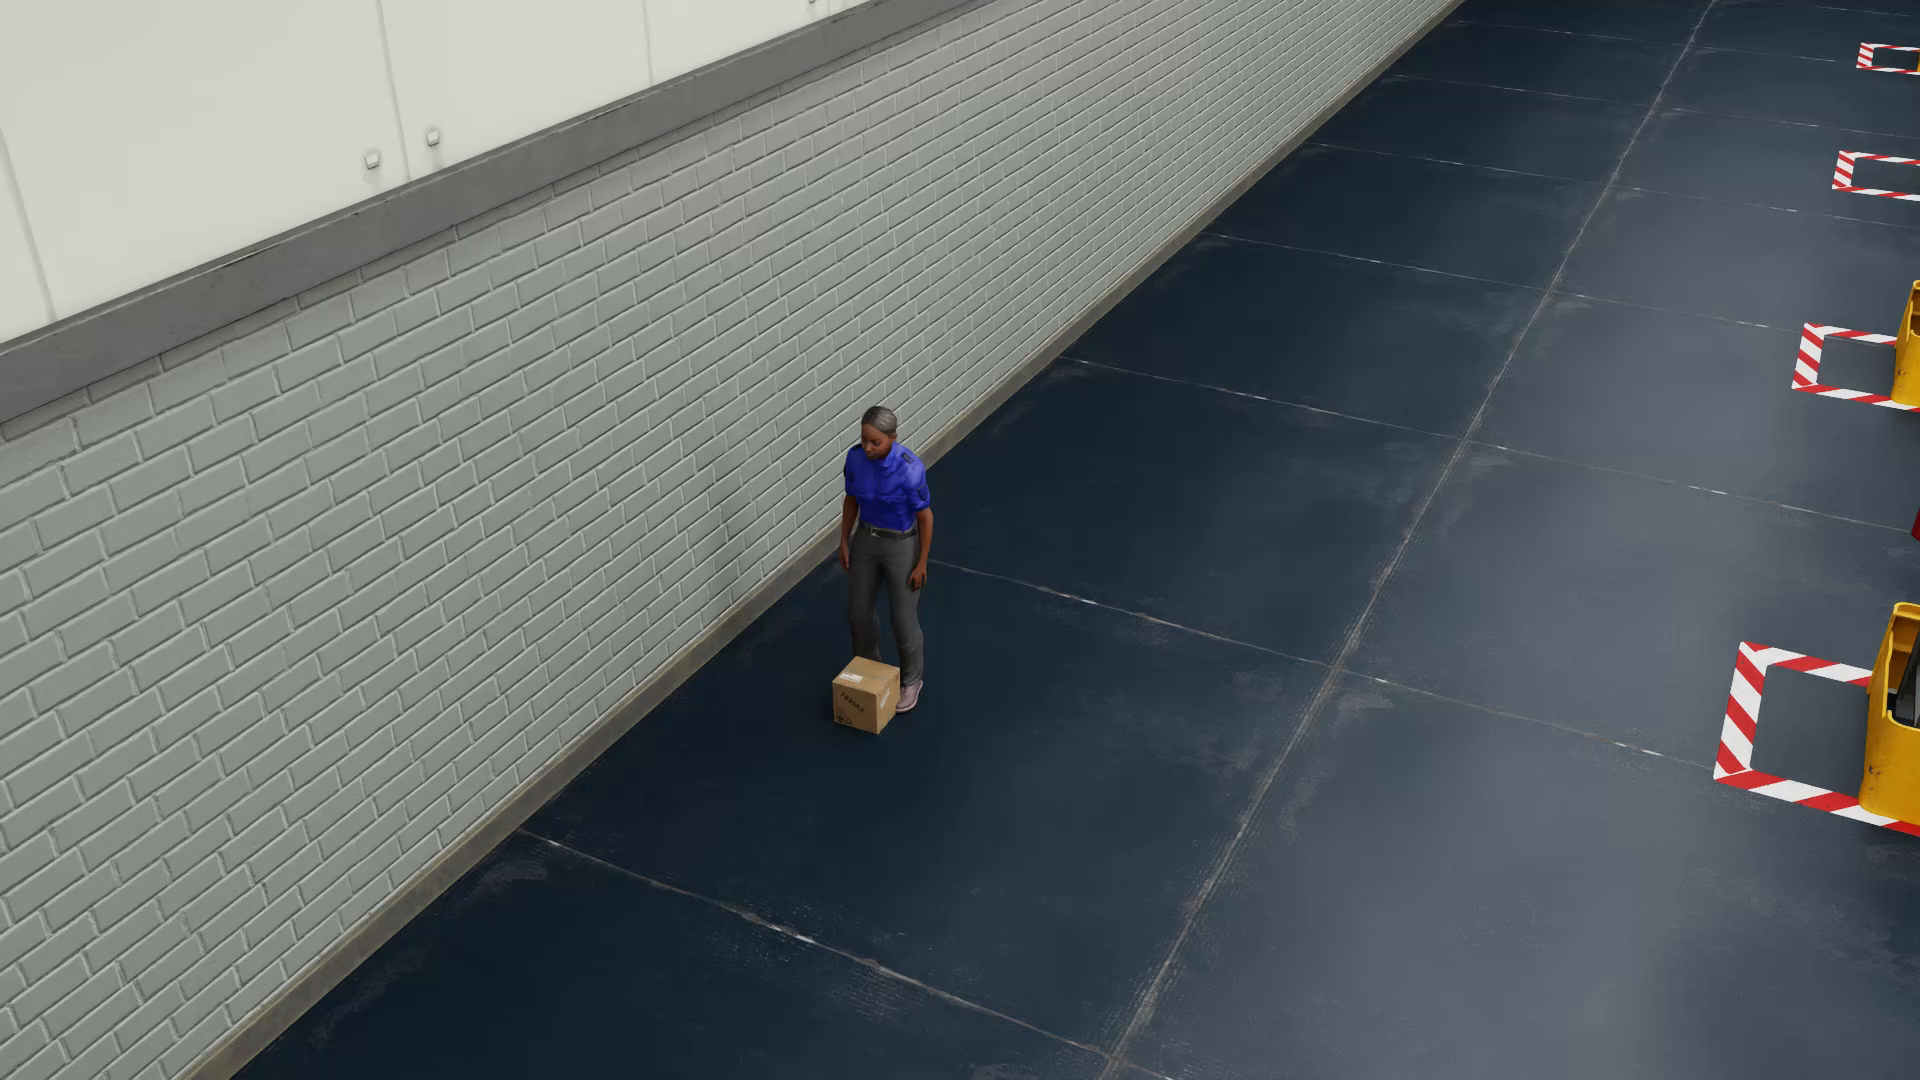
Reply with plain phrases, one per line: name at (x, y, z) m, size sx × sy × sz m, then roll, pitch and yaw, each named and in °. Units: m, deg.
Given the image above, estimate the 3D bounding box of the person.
person at (-0.373, 0.064, 8.179) m, size 0.506 × 1.655 × 0.347 m, roll 15°, pitch 33°, yaw 23°
